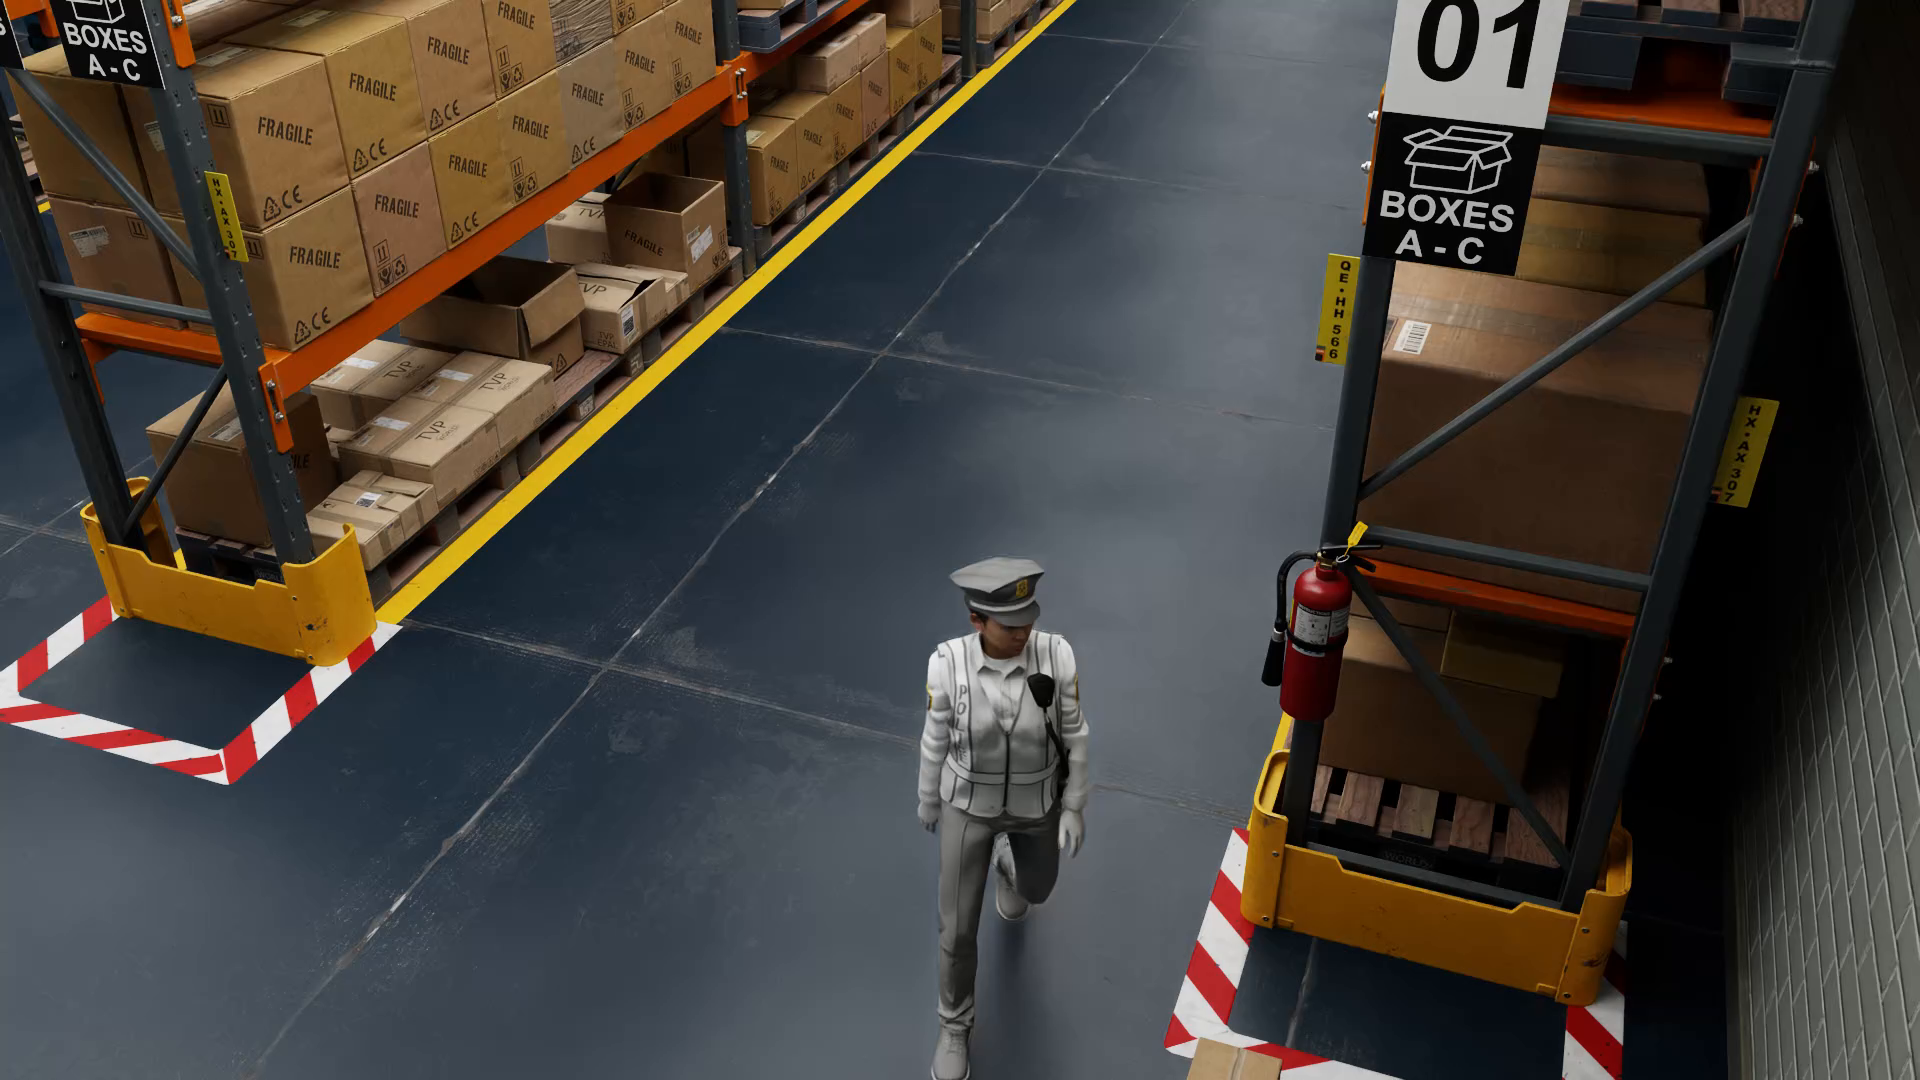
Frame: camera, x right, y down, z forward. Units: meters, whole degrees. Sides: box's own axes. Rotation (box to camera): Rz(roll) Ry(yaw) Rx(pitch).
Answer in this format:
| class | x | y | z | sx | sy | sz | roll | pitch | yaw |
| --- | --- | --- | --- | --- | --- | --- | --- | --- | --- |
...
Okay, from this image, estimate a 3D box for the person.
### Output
| class | x | y | z | sx | sy | sz | roll | pitch | yaw |
| --- | --- | --- | --- | --- | --- | --- | --- | --- | --- |
| person | 0.128 | 0.761 | 4.961 | 0.510 | 1.637 | 0.874 | -1 | 33 | -2 |
